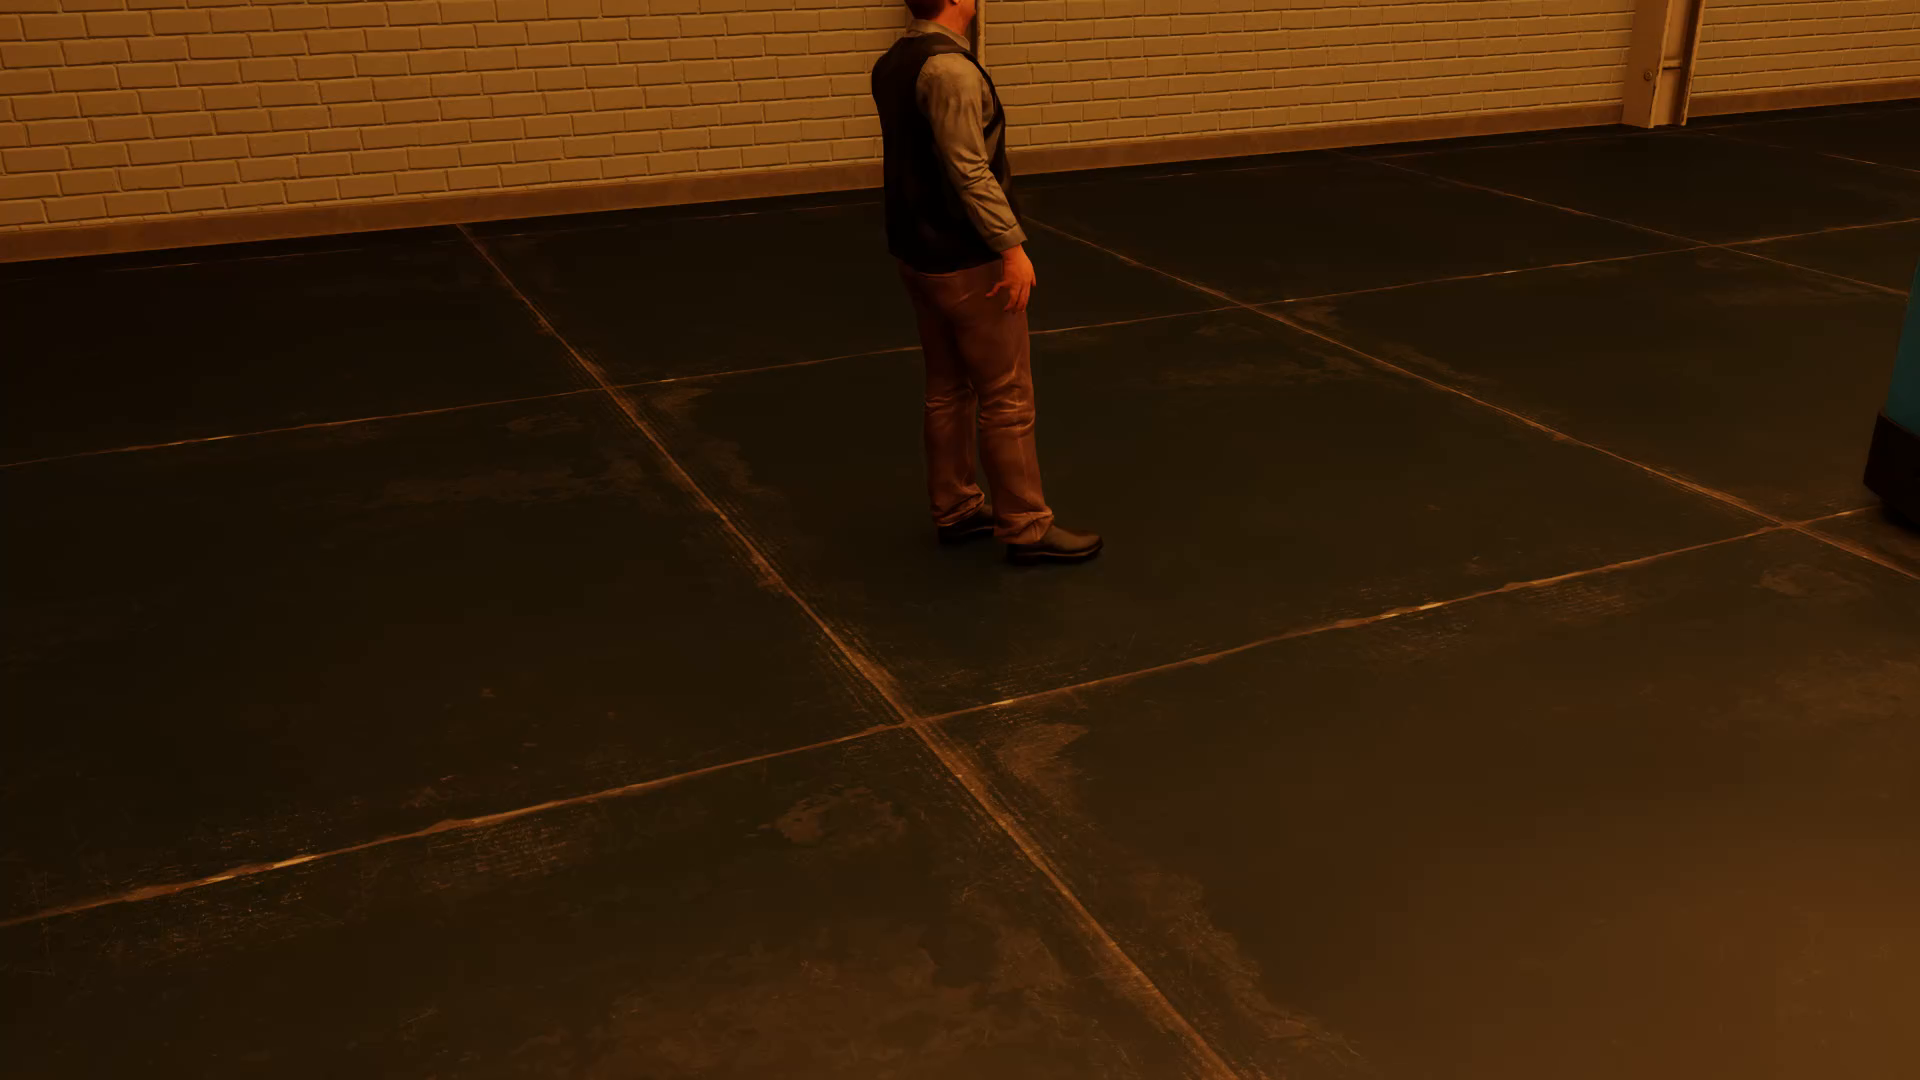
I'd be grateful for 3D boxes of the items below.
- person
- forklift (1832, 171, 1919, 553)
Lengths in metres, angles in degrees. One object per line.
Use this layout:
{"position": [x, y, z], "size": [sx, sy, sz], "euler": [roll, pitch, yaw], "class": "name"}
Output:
{"position": [0.060, -0.810, 4.792], "size": [0.566, 1.723, 0.634], "euler": [-10, 25, -23], "class": "person"}
{"position": [4.304, -1.278, 4.363], "size": [3.031, 2.935, 1.130], "euler": [1, 23, 2], "class": "forklift"}
